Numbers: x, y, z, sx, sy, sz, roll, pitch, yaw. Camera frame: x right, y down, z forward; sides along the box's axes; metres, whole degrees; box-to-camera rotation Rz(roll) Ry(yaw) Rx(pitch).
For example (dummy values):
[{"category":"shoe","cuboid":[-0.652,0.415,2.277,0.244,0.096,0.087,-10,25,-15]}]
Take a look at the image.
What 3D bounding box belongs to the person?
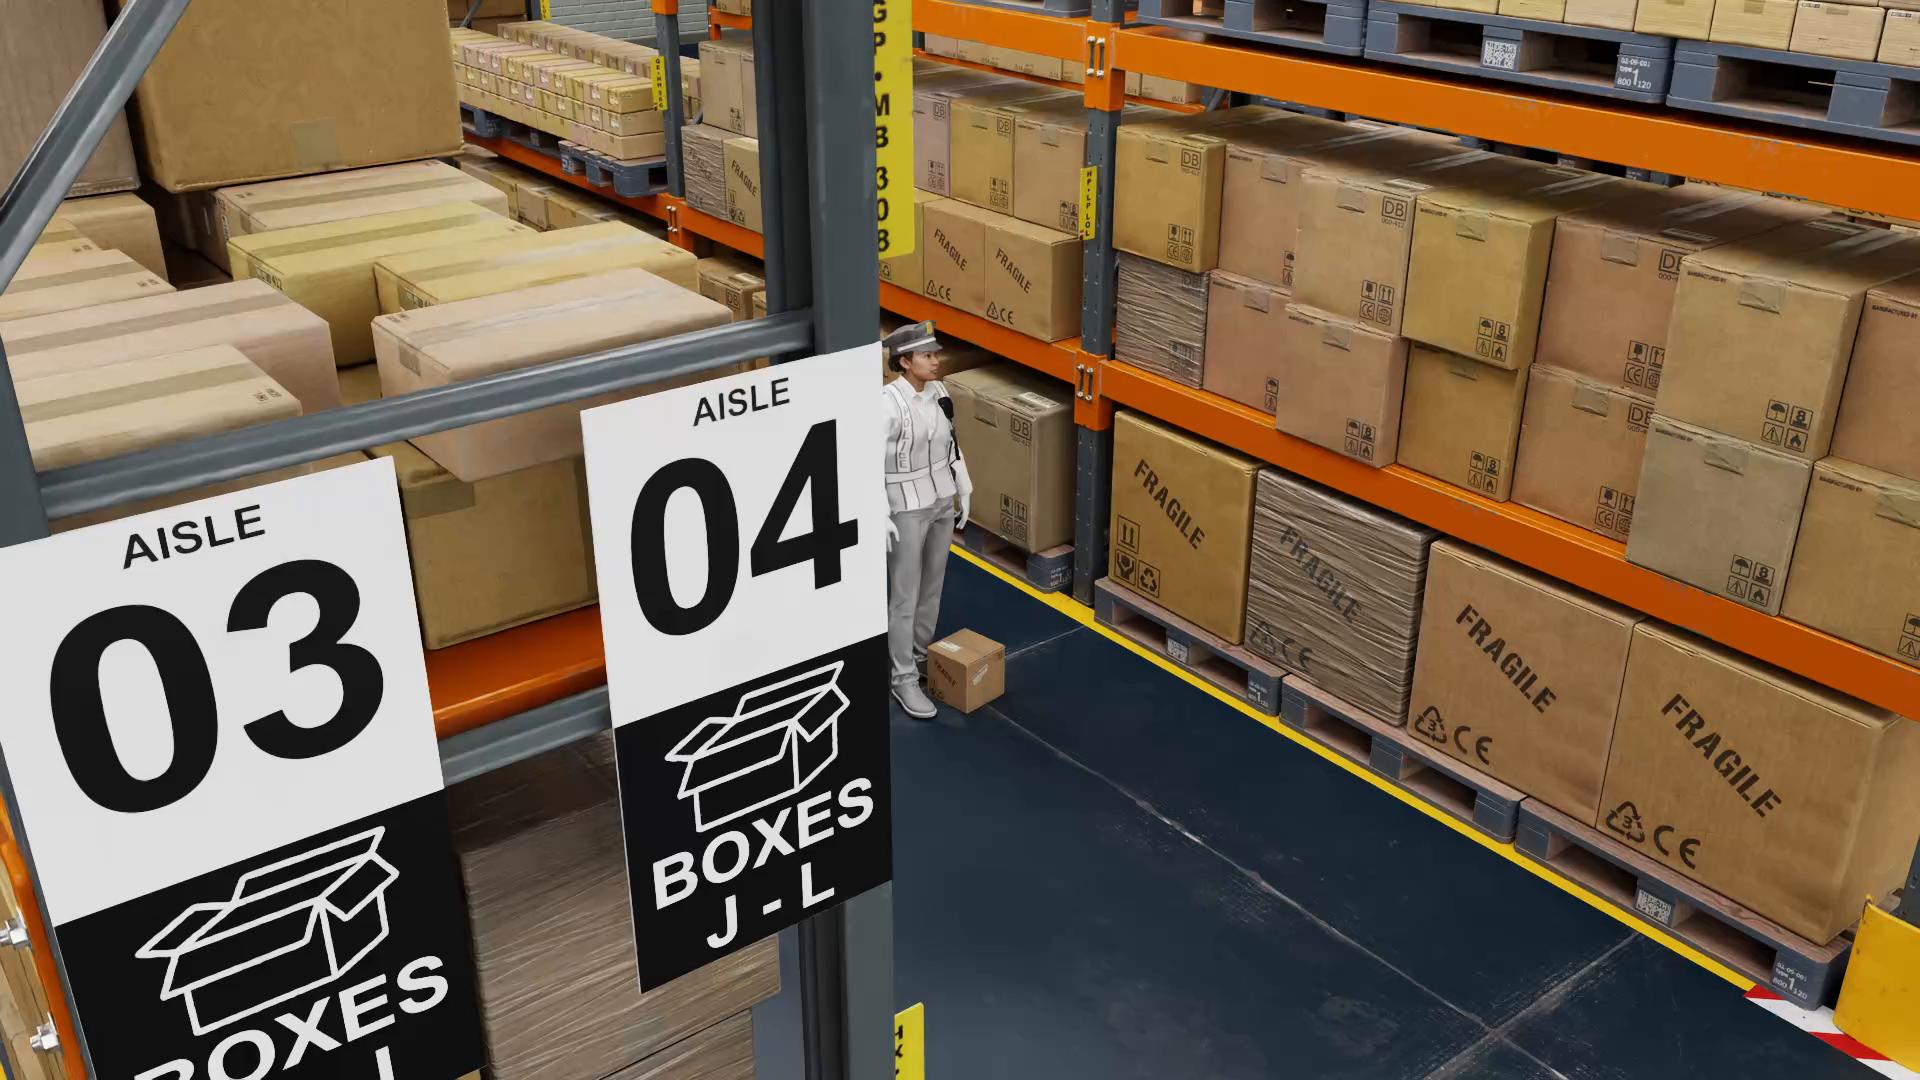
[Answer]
[{"category":"person","cuboid":[-0.140,-0.127,7.319,0.587,1.696,0.534,-23,33,-40]}]
